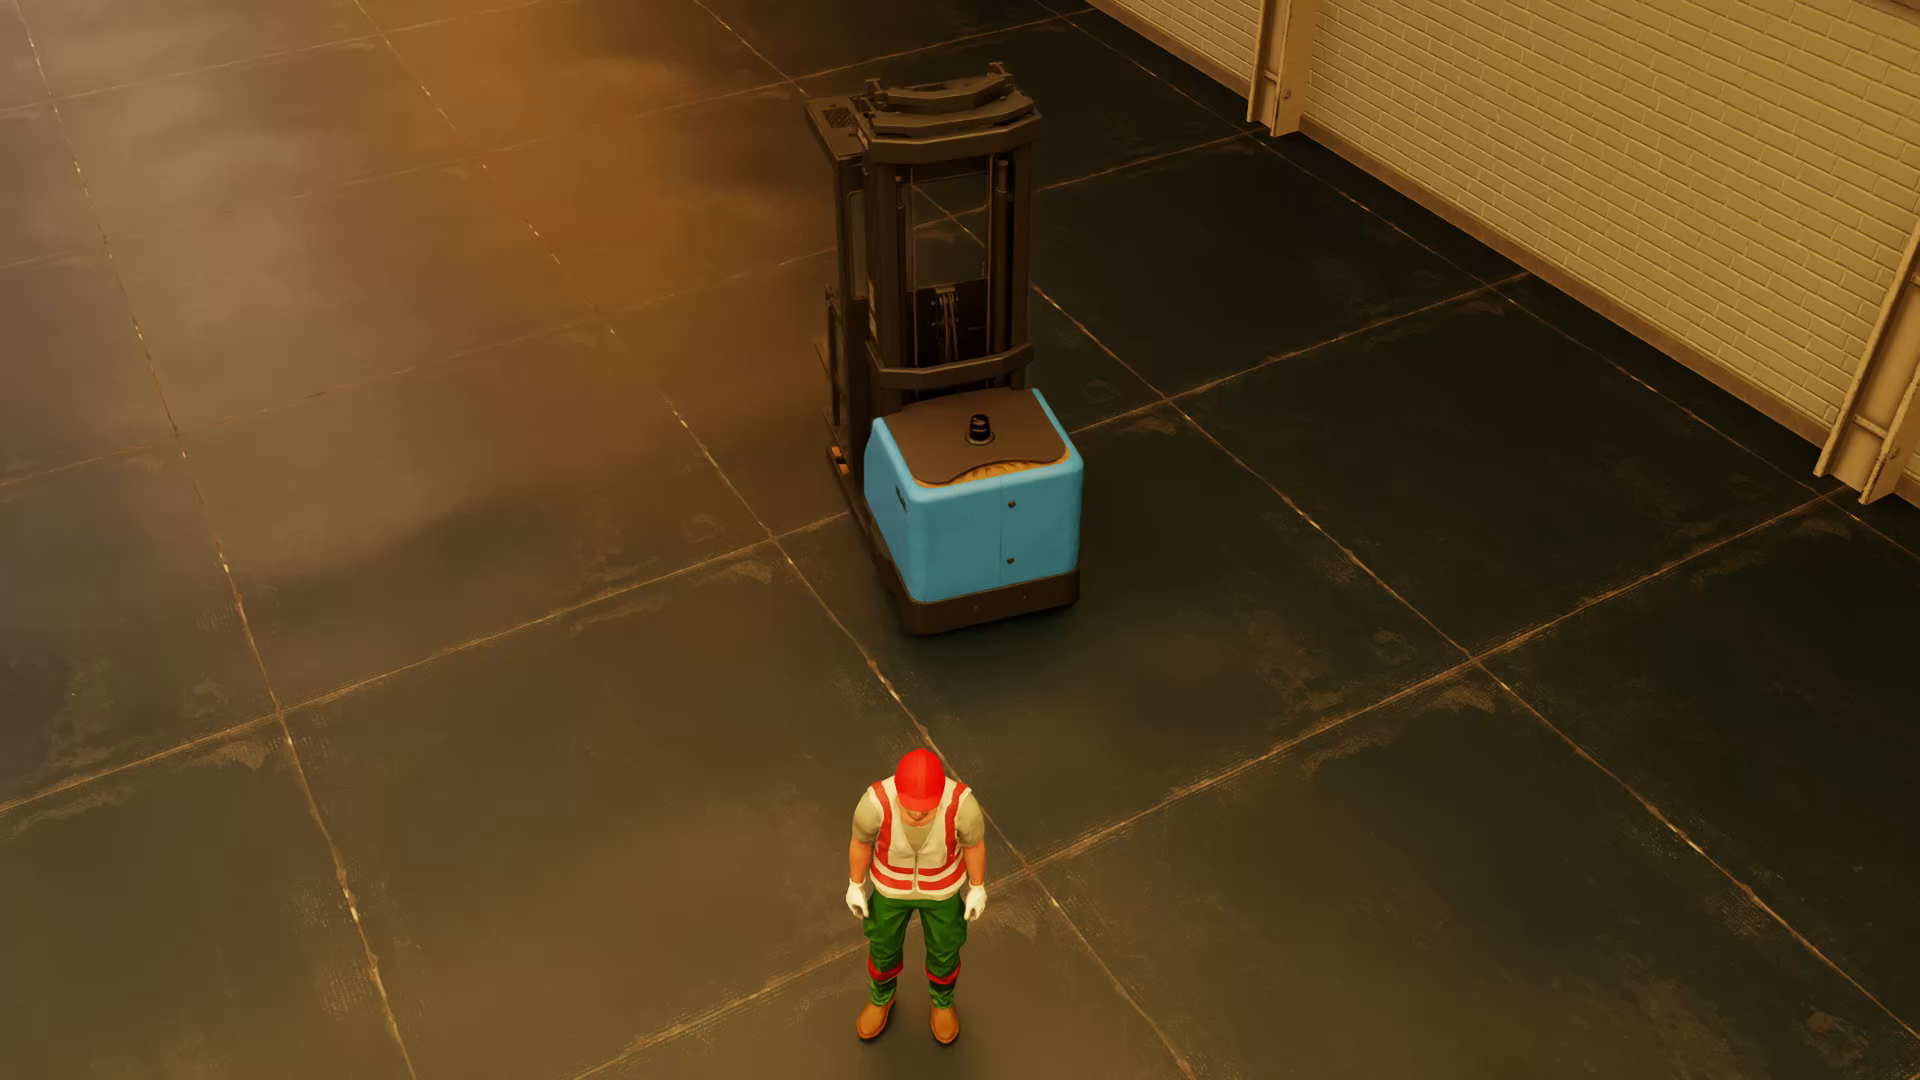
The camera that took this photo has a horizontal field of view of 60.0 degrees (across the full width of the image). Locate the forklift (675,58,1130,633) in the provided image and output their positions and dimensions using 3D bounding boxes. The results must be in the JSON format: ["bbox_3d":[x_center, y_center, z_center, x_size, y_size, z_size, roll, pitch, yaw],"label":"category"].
[{"bbox_3d":[-0.481,-1.366,9.683,3.031,2.935,1.130,26,46,28],"label":"forklift"}]

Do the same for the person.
[{"bbox_3d":[-0.179,1.504,7.129,0.616,1.778,0.453,1,40,1],"label":"person"}]
